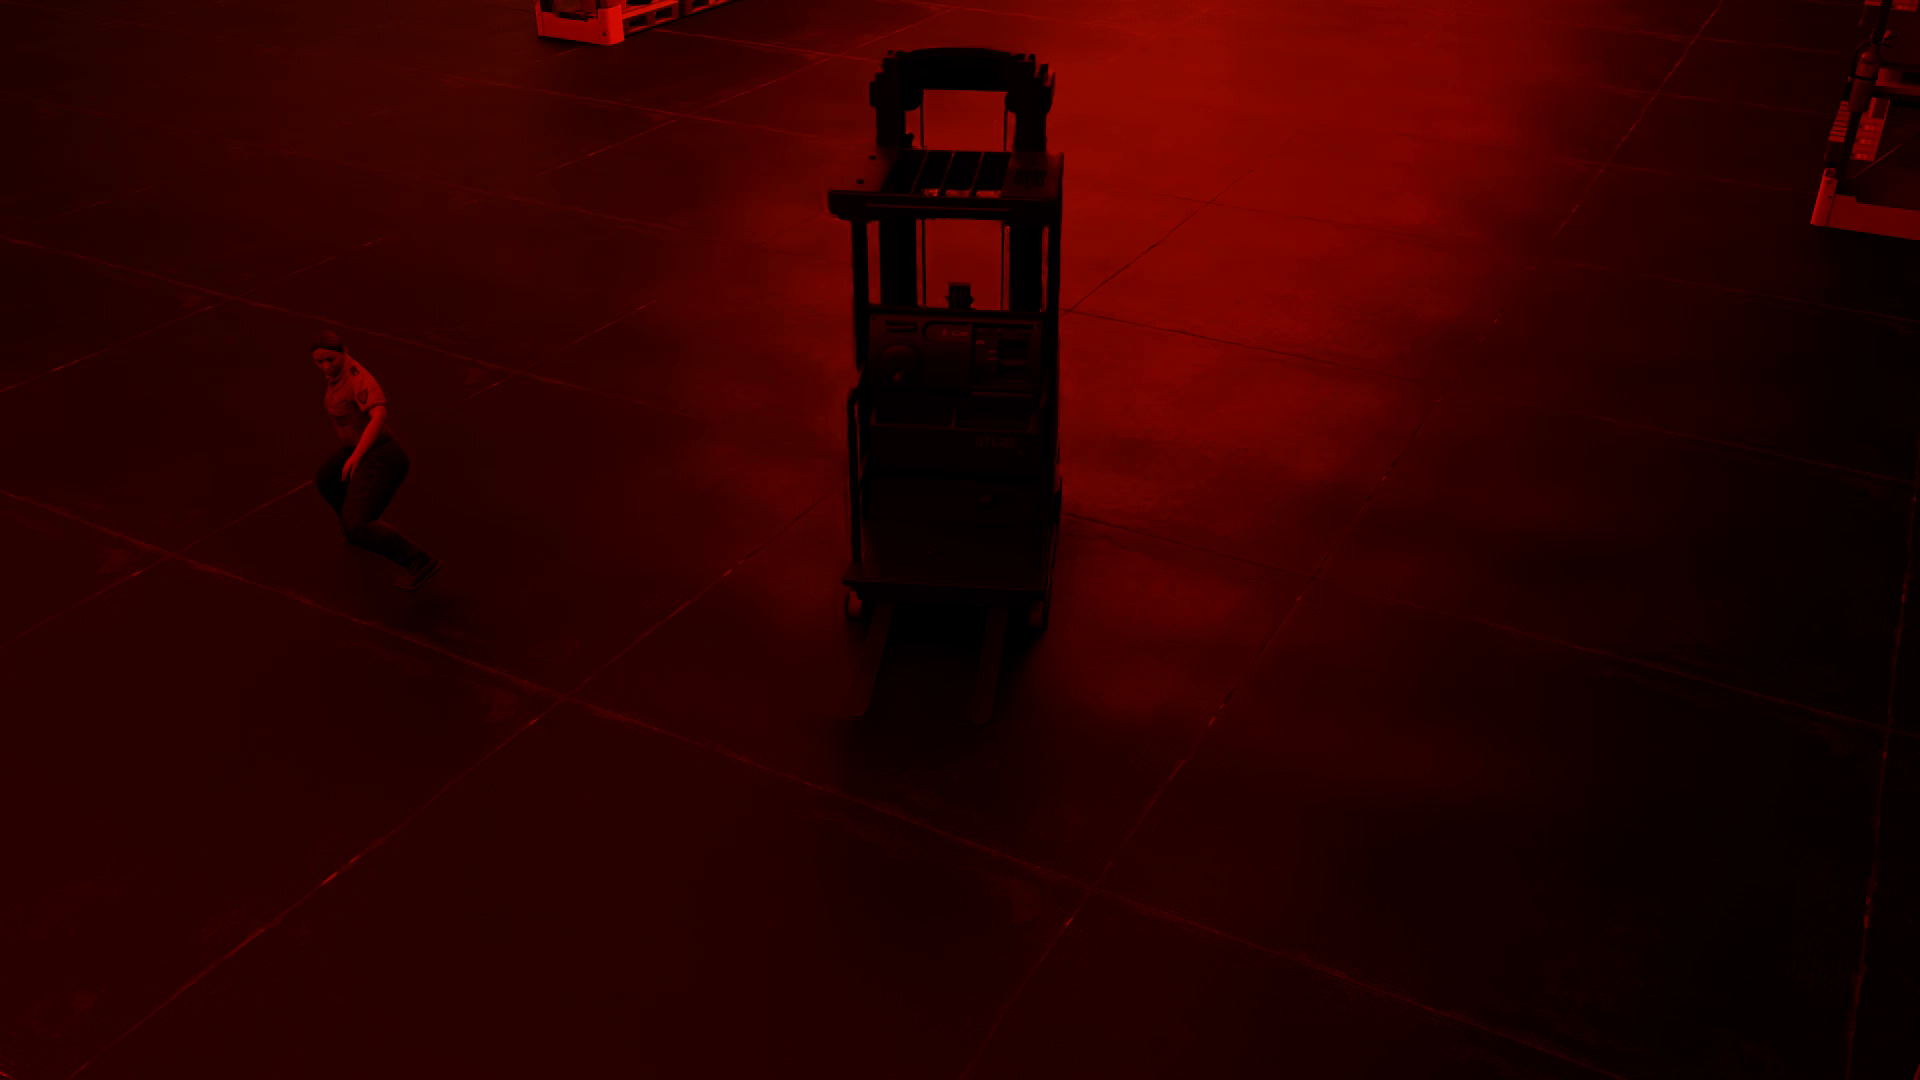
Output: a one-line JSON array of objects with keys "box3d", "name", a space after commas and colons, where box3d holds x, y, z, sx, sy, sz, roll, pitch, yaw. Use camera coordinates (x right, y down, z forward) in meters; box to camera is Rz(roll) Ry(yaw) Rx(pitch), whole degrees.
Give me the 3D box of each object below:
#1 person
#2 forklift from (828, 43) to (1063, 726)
[{"box3d": [-3.383, -0.482, 9.421, 0.509, 1.555, 1.130, -15, 33, -23], "name": "person"}, {"box3d": [-0.046, -0.956, 8.727, 1.130, 2.935, 3.031, 3, 30, 5], "name": "forklift"}]
